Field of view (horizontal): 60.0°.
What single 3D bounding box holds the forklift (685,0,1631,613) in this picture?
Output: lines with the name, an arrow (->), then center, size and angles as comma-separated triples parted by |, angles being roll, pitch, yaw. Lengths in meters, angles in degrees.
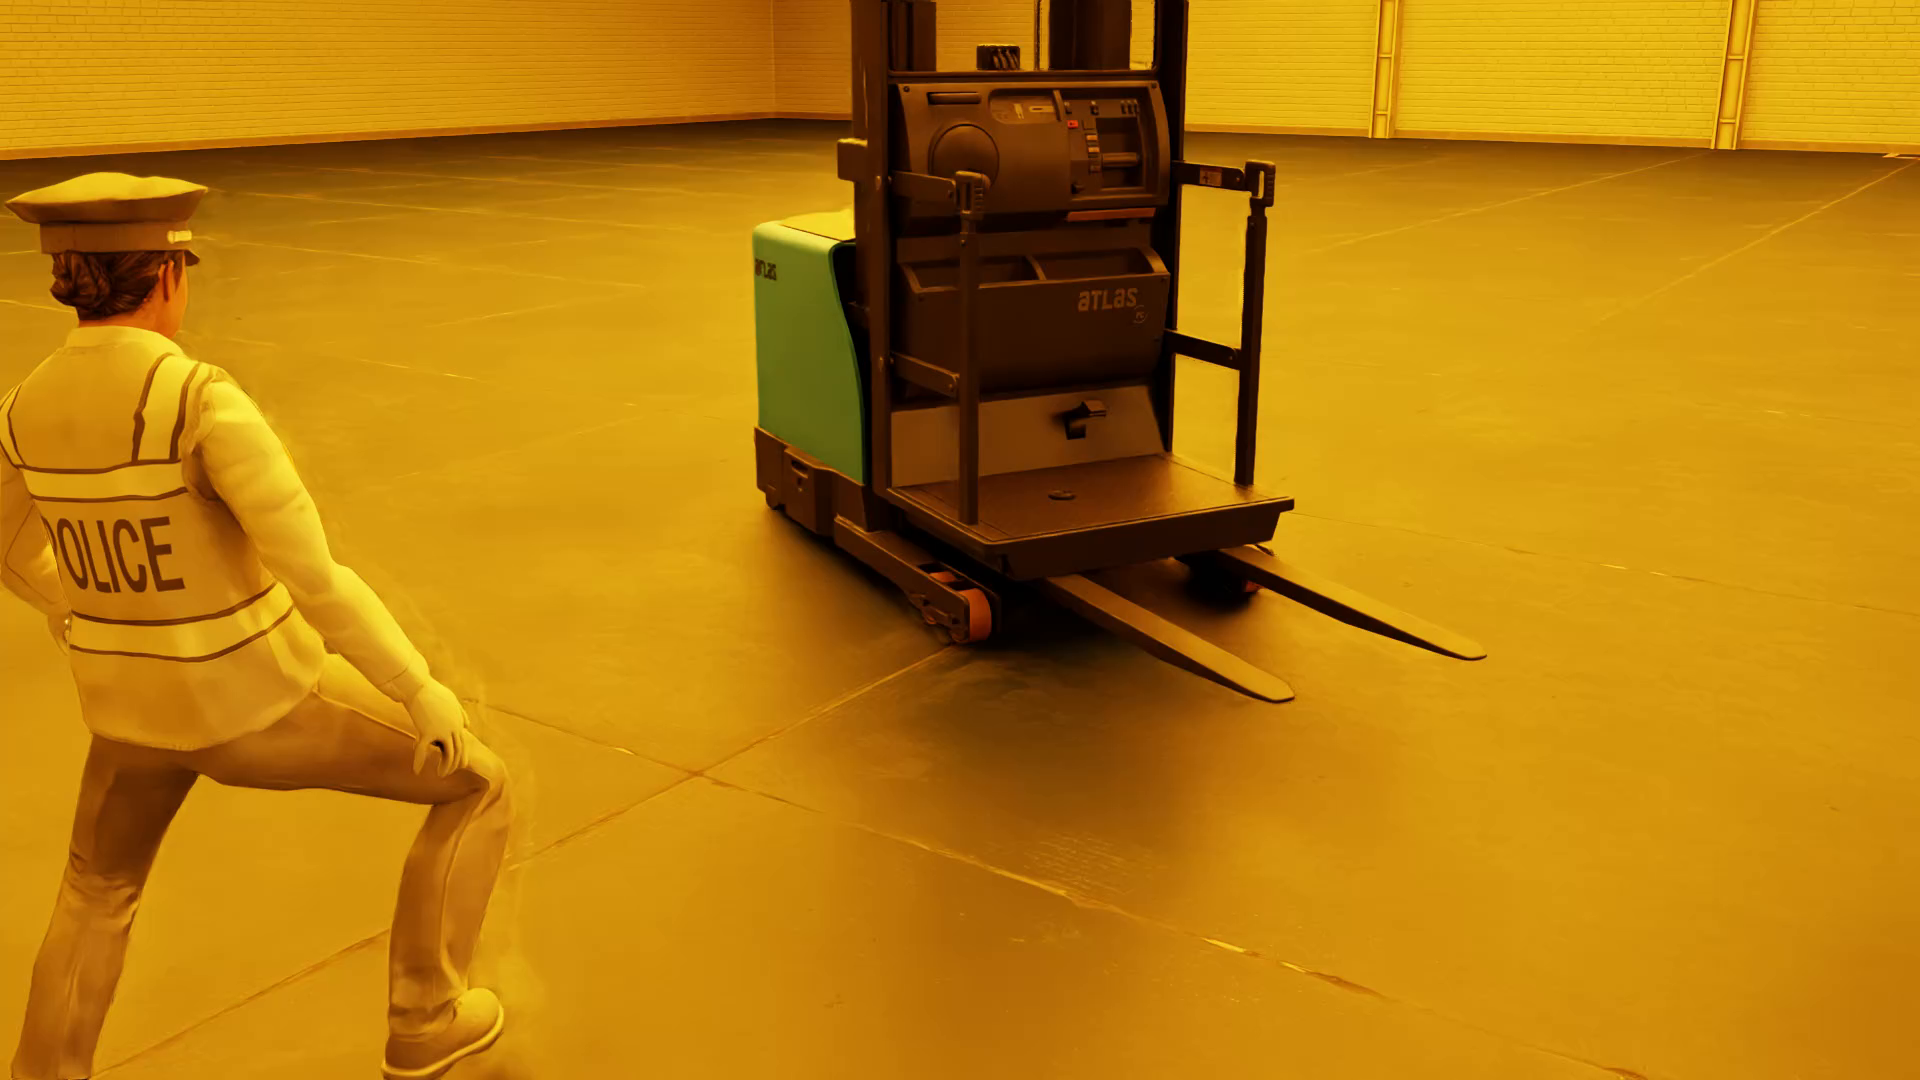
forklift -> 0.653, -1.346, 5.334 | 3.031, 2.935, 1.130 | 5, 17, 17

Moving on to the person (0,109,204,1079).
person -> -1.275, 0.251, 2.290 | 0.798, 1.637, 0.400 | 11, 20, 32
